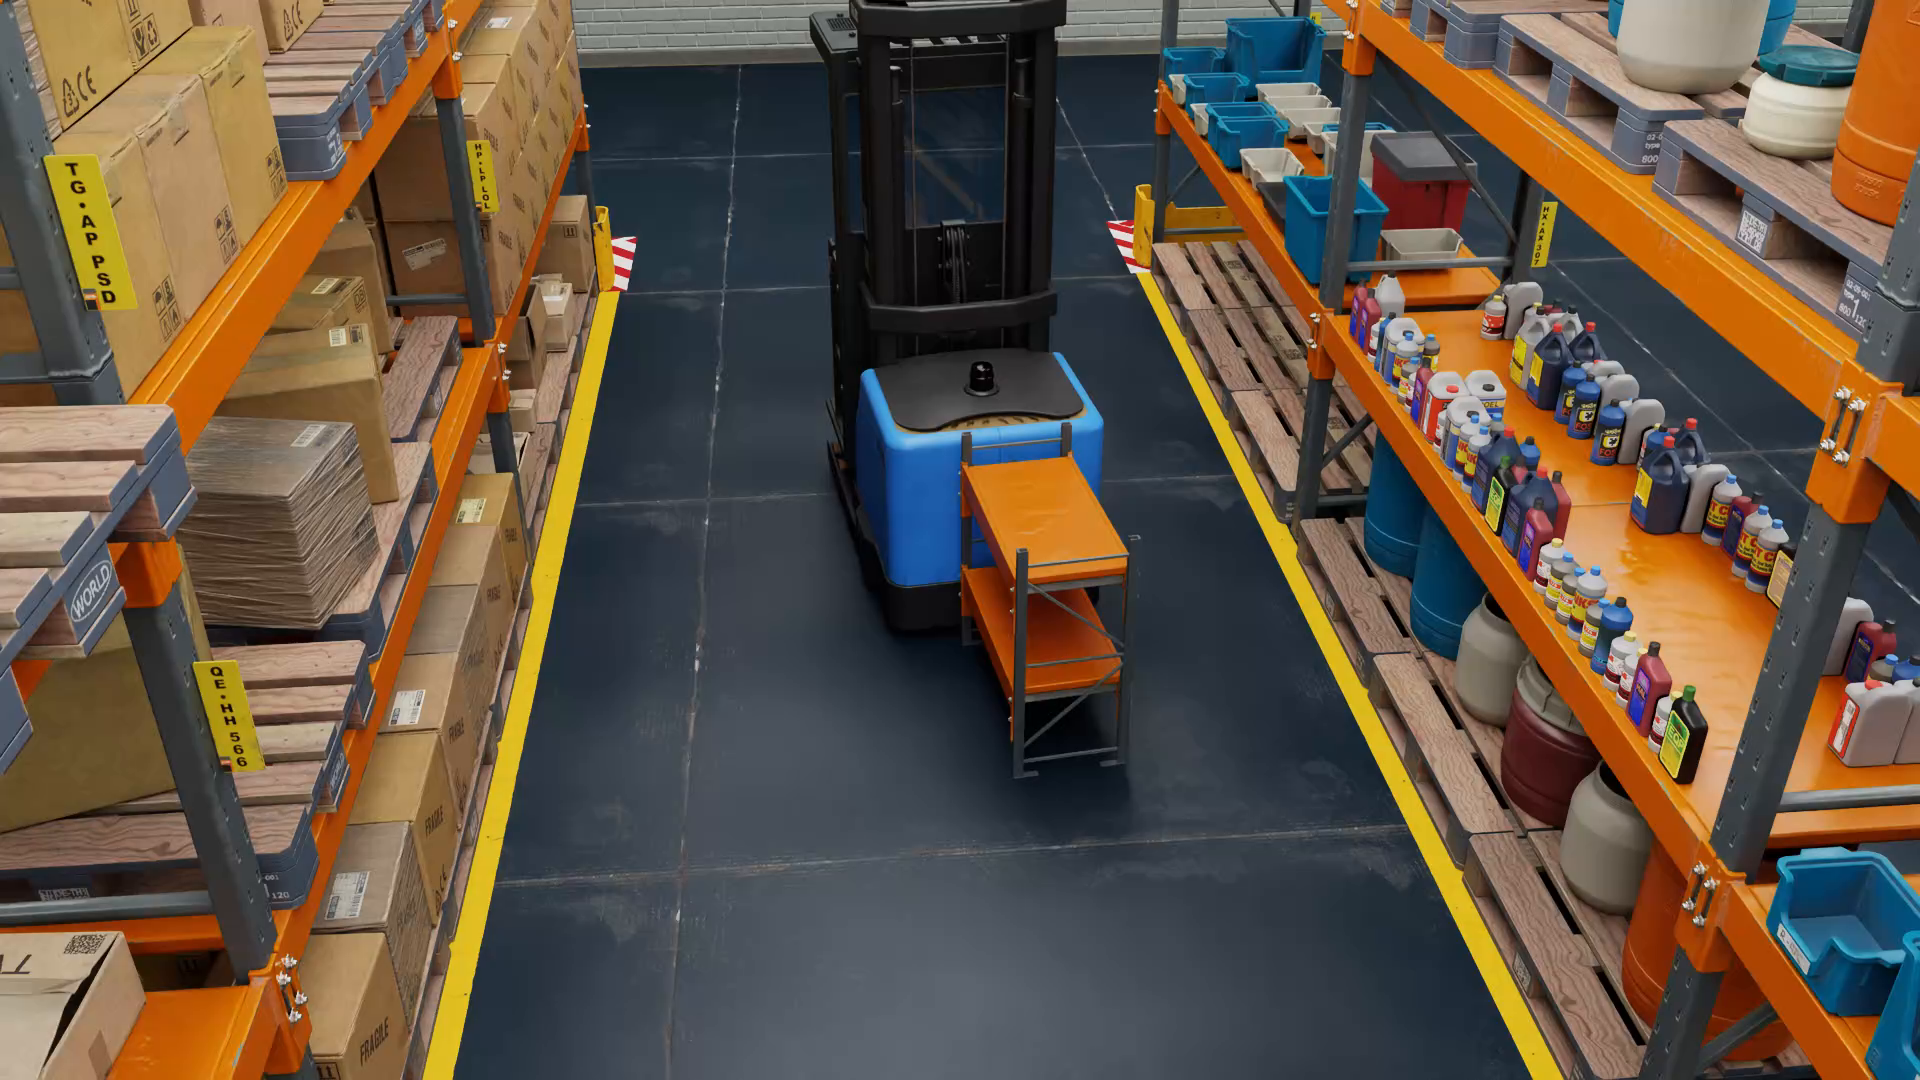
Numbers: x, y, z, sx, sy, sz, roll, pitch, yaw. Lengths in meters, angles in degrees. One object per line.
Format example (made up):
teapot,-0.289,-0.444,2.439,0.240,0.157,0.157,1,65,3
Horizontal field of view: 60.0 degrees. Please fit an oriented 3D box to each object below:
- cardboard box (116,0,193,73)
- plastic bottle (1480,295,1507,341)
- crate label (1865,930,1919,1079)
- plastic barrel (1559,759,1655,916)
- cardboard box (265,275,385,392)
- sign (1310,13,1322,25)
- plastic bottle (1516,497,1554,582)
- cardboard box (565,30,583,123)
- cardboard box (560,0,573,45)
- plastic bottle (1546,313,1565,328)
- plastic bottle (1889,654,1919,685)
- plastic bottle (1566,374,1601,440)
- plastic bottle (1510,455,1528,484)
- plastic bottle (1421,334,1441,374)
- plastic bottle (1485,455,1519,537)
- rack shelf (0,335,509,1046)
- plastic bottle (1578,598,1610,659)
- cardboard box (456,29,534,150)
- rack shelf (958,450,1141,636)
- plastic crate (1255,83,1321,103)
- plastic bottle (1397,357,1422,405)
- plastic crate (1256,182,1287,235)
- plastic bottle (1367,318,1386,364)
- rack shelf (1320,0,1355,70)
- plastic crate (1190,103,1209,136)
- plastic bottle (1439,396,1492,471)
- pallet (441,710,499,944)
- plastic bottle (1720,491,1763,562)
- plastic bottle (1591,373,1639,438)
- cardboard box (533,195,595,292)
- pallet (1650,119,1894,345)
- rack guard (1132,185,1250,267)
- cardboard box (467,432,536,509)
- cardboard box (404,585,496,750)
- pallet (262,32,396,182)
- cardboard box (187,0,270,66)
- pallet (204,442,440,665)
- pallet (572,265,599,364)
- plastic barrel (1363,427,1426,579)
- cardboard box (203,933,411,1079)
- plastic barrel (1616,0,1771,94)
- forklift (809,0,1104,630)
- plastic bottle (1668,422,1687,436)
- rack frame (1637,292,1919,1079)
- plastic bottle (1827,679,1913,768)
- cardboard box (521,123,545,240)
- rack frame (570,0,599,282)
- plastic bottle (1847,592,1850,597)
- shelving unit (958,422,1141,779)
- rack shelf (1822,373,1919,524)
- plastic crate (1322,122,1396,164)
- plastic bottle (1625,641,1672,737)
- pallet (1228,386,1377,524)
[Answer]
cardboard box,-2.431,-1.553,4.428,0.500,0.500,0.500,-3,31,-5
plastic bottle,2.493,-1.041,7.761,0.097,0.201,0.097,0,31,0
crate label,2.454,1.220,3.748,0.502,0.435,0.616,-3,31,-5
plastic barrel,2.426,1.070,6.050,0.421,0.512,0.421,0,31,0
cardboard box,-2.726,-0.714,6.514,0.700,0.500,0.500,2,31,3
sign,2.429,-3.474,11.482,0.100,0.325,0.005,-3,31,-5
plastic bottle,2.061,-0.004,5.946,0.061,0.283,0.133,-3,31,-5
cardboard box,-2.736,-2.961,10.685,0.500,0.500,0.500,-2,31,-3
cardboard box,-2.734,-3.392,10.431,0.500,0.500,0.500,-3,31,-5
plastic bottle,2.650,-0.902,7.455,0.152,0.276,0.135,-3,31,-5
plastic bottle,2.928,0.473,5.158,0.097,0.271,0.097,0,31,0
plastic bottle,2.587,-0.558,6.885,0.097,0.271,0.097,0,31,0
plastic bottle,2.092,-0.170,6.223,0.061,0.283,0.133,-3,31,-5
plastic bottle,2.077,-0.816,7.385,0.097,0.201,0.097,0,31,0
plastic bottle,2.032,-0.167,6.218,0.061,0.283,0.133,-3,31,-5
rack shelf,-2.488,0.238,6.128,1.077,0.370,4.000,-3,31,-5
plastic bottle,2.127,0.288,5.537,0.097,0.201,0.097,0,31,0
cardboard box,-2.535,-2.344,8.676,0.500,0.500,0.500,-4,31,-6
rack shelf,0.360,-0.009,7.097,0.538,0.278,1.000,-6,31,-10
plastic crate,2.140,-2.874,10.836,0.396,0.136,0.243,-3,31,-5
plastic bottle,1.948,-0.690,7.174,0.097,0.201,0.097,0,31,0
plastic crate,1.885,-1.793,9.037,0.437,0.125,0.590,-3,31,-5
plastic bottle,1.908,-0.908,7.539,0.097,0.201,0.097,0,31,0
rack shelf,2.070,-3.327,9.172,1.077,0.370,4.000,-3,31,-5
plastic crate,1.589,-2.626,10.420,0.250,0.136,0.298,-3,31,-5
plastic bottle,2.029,-0.428,6.663,0.152,0.276,0.135,-3,31,-5
pallet,-2.444,1.143,6.630,1.003,0.211,1.213,-3,31,-5
plastic bottle,2.849,-0.063,6.045,0.061,0.283,0.133,-3,31,-5
plastic bottle,2.709,-0.575,6.909,0.152,0.276,0.135,-3,31,-5
cardboard box,-2.753,-1.984,11.155,0.500,0.500,0.500,-3,31,-5
pallet,2.656,-0.887,4.569,1.003,0.211,1.213,-3,31,-5
rack guard,1.868,-2.308,12.126,1.175,0.500,0.348,-3,31,-5
cardboard box,-2.499,-0.351,8.605,0.500,0.311,0.500,-3,31,-5
cardboard box,-2.259,0.540,6.930,0.500,0.500,0.500,-2,31,-4
pallet,-2.584,-1.433,5.482,1.213,0.211,1.003,-3,31,-5
cardboard box,-2.574,-1.704,5.148,0.600,0.600,0.600,-4,31,-7
pallet,-2.488,0.040,5.945,1.003,0.211,1.213,-3,31,-5
pallet,-2.966,-1.491,11.040,1.003,0.211,1.213,-3,31,-5
plastic barrel,2.291,-0.328,8.011,0.600,0.901,0.708,-3,31,-5
cardboard box,-2.059,1.589,5.174,0.500,0.500,0.500,-1,31,-2
plastic barrel,2.315,-1.709,5.219,0.433,0.535,0.433,0,31,0
forklift,-0.131,-1.574,8.527,1.130,2.935,3.031,-6,31,-10
plastic bottle,2.798,-0.344,6.515,0.061,0.283,0.133,-3,31,-5
rack frame,2.631,0.715,4.628,1.000,3.000,0.127,-3,31,-5
plastic bottle,2.761,0.539,5.043,0.152,0.276,0.135,-3,31,-5
cardboard box,-2.547,-1.925,8.950,0.500,0.500,0.500,-3,31,-5
rack frame,-3.049,-3.134,11.072,1.000,3.000,0.127,-3,31,-5
plastic bottle,2.902,0.222,5.567,0.061,0.283,0.133,-3,31,-5
shelving unit,0.360,0.242,7.247,0.538,1.125,1.048,-6,31,-10
rack shelf,2.817,0.757,2.334,1.077,0.370,4.000,-3,31,-5
plastic crate,2.330,-2.287,9.759,0.416,0.233,0.300,-3,31,-5
plastic bottle,2.146,0.461,5.166,0.061,0.283,0.133,-3,31,-5
pallet,2.150,-0.504,9.387,1.003,0.211,1.213,-3,31,-5
